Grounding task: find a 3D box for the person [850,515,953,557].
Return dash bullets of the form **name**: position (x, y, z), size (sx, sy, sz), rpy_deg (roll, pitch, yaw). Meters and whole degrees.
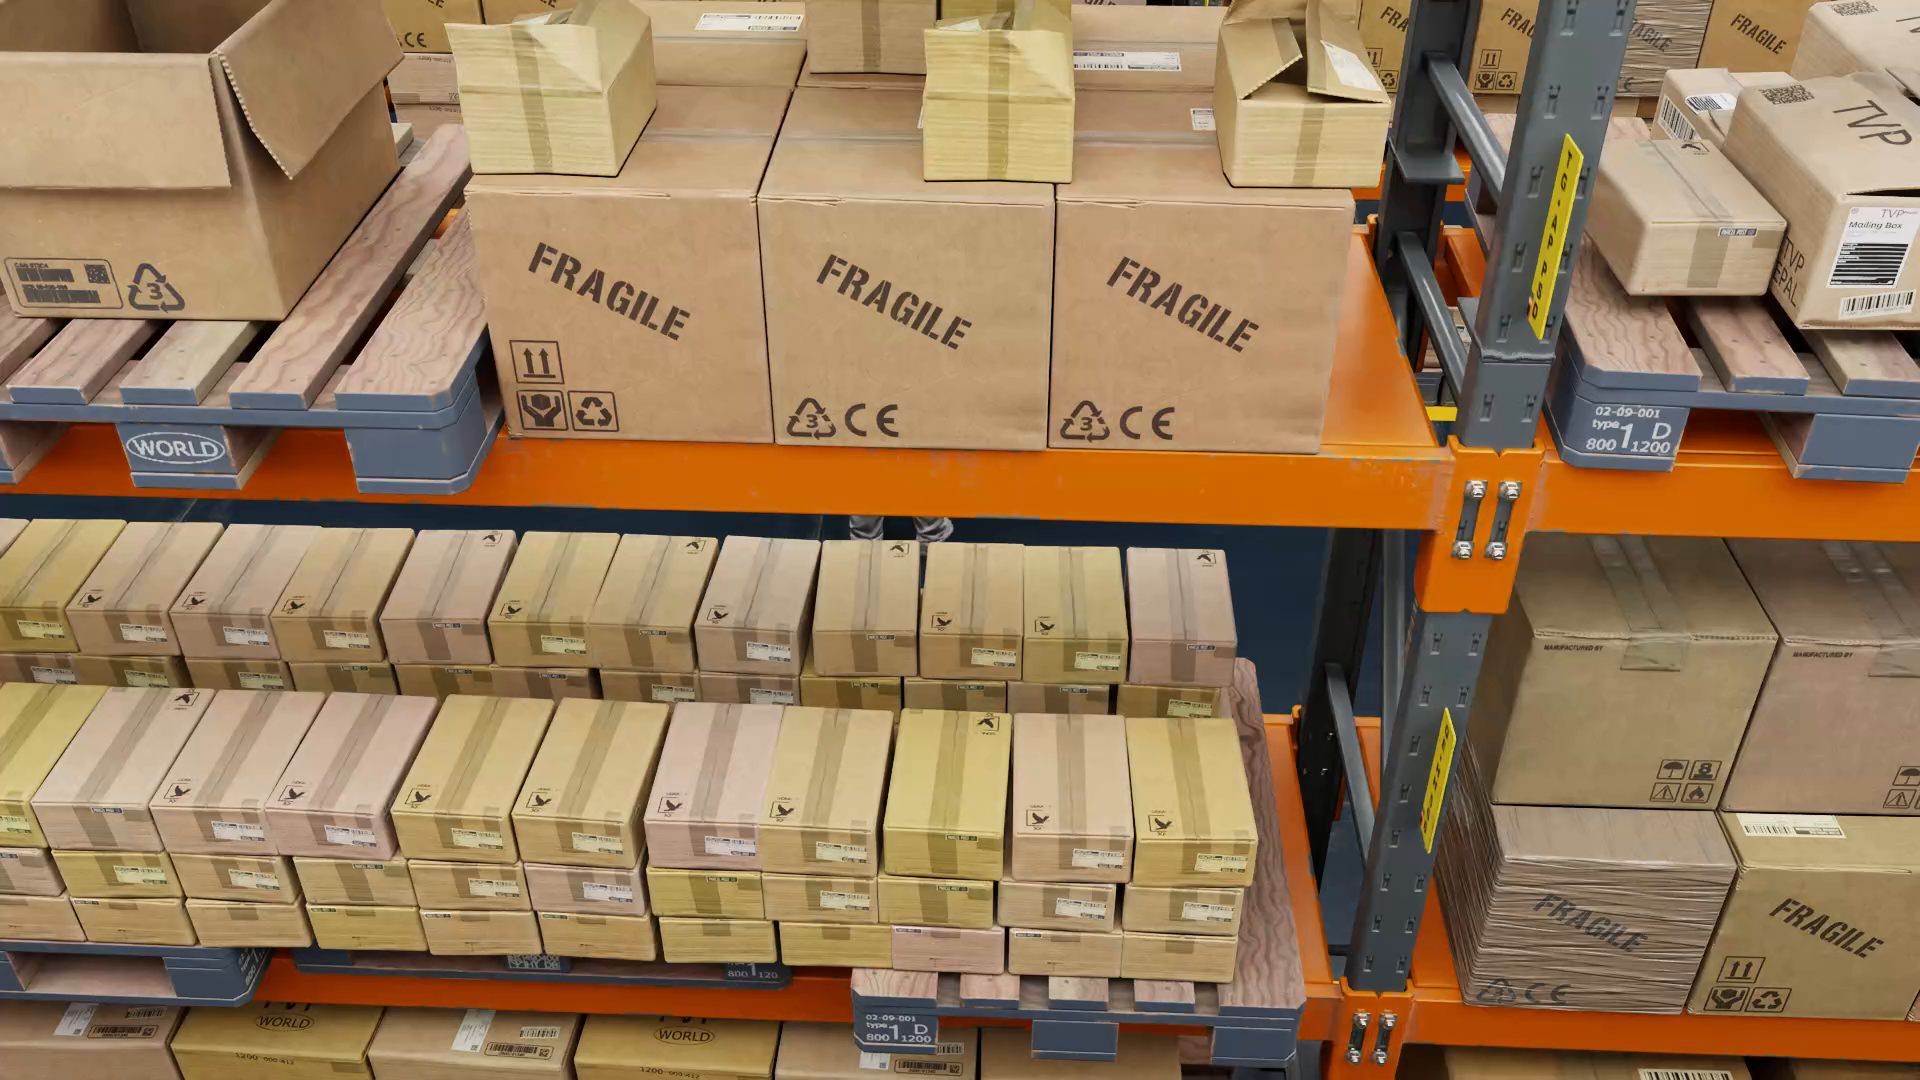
- **person**: position (-0.303, -0.708, 7.125), size (0.565, 1.784, 0.430), rpy_deg (1, 35, 1)
